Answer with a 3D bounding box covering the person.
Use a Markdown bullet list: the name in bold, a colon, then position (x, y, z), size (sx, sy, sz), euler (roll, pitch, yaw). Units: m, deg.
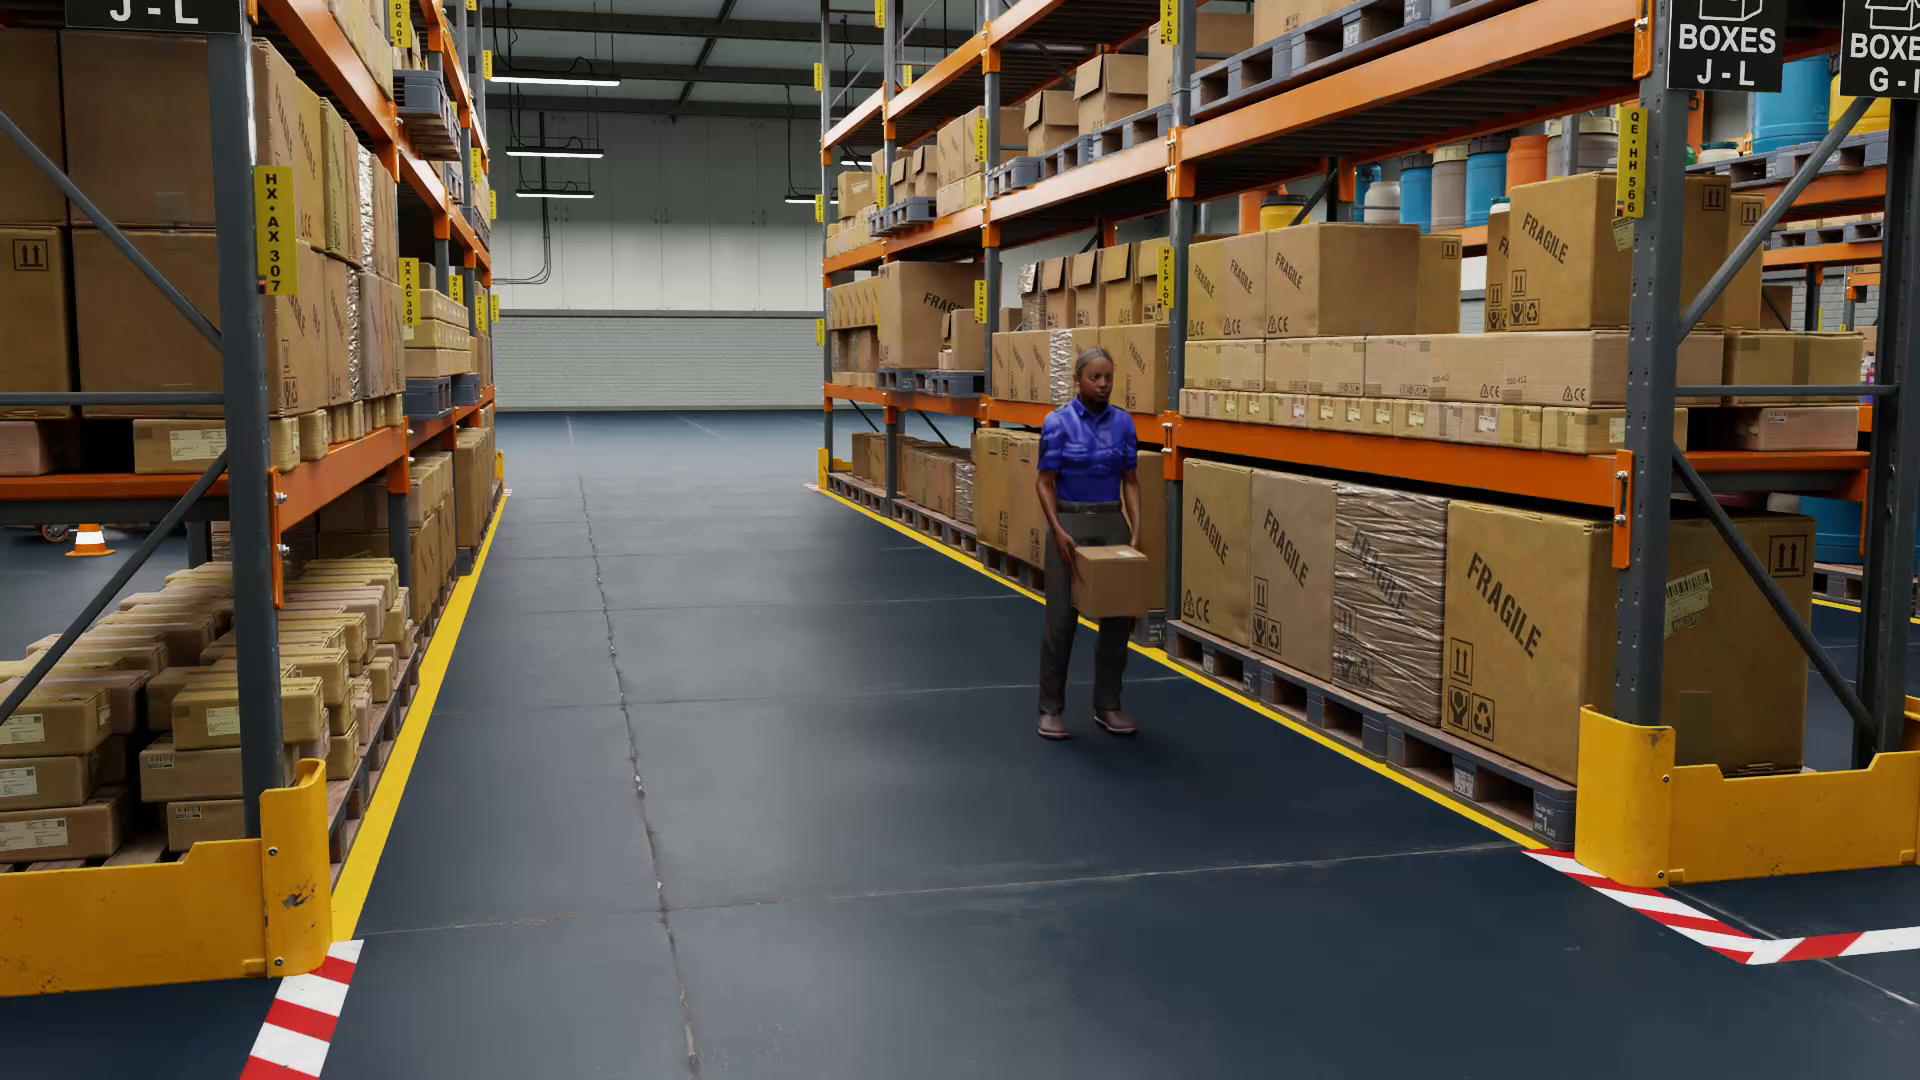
- **person**: position (0.553, 0.003, 7.159), size (0.497, 1.658, 0.344), euler (-2, 6, -15)
